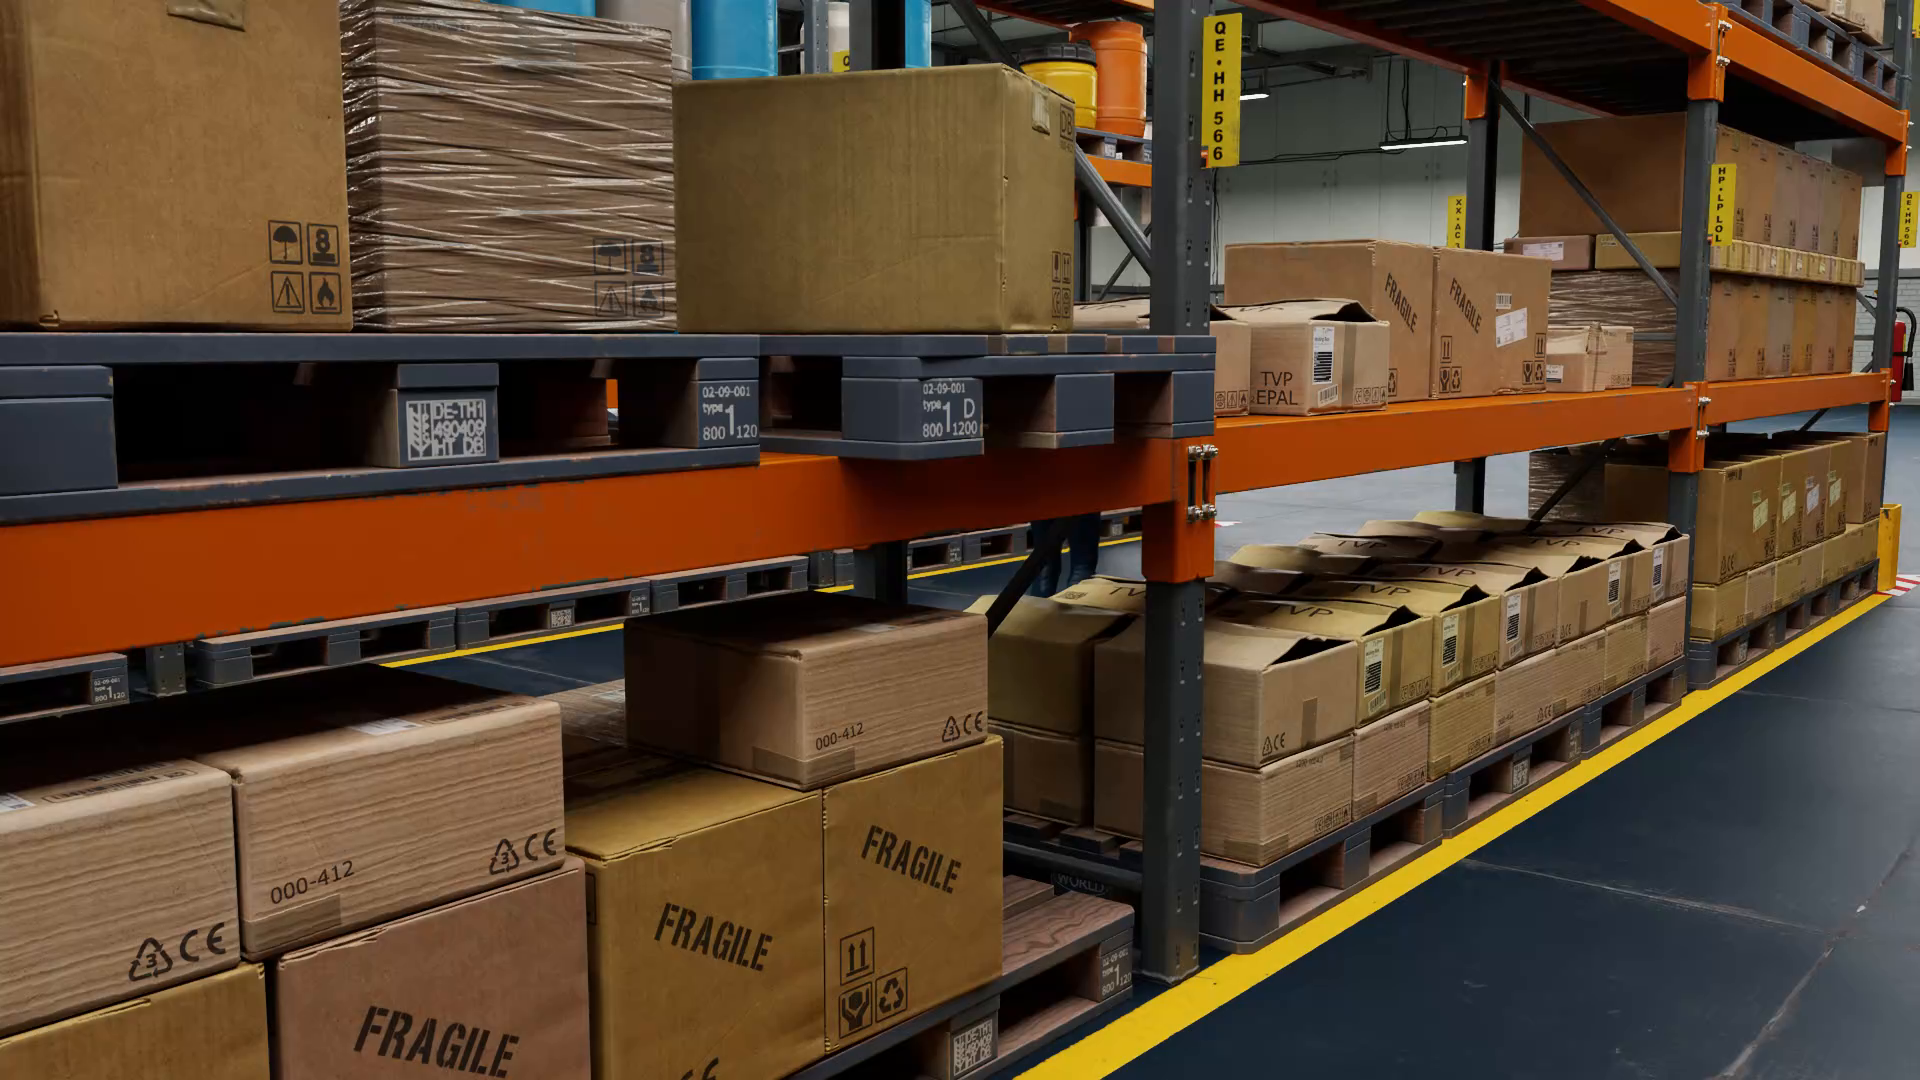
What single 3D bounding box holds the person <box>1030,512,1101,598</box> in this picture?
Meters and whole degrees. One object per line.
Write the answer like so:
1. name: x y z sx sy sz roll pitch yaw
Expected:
1. person: 0.522 -0.211 7.630 0.375 1.599 0.497 5 9 38
